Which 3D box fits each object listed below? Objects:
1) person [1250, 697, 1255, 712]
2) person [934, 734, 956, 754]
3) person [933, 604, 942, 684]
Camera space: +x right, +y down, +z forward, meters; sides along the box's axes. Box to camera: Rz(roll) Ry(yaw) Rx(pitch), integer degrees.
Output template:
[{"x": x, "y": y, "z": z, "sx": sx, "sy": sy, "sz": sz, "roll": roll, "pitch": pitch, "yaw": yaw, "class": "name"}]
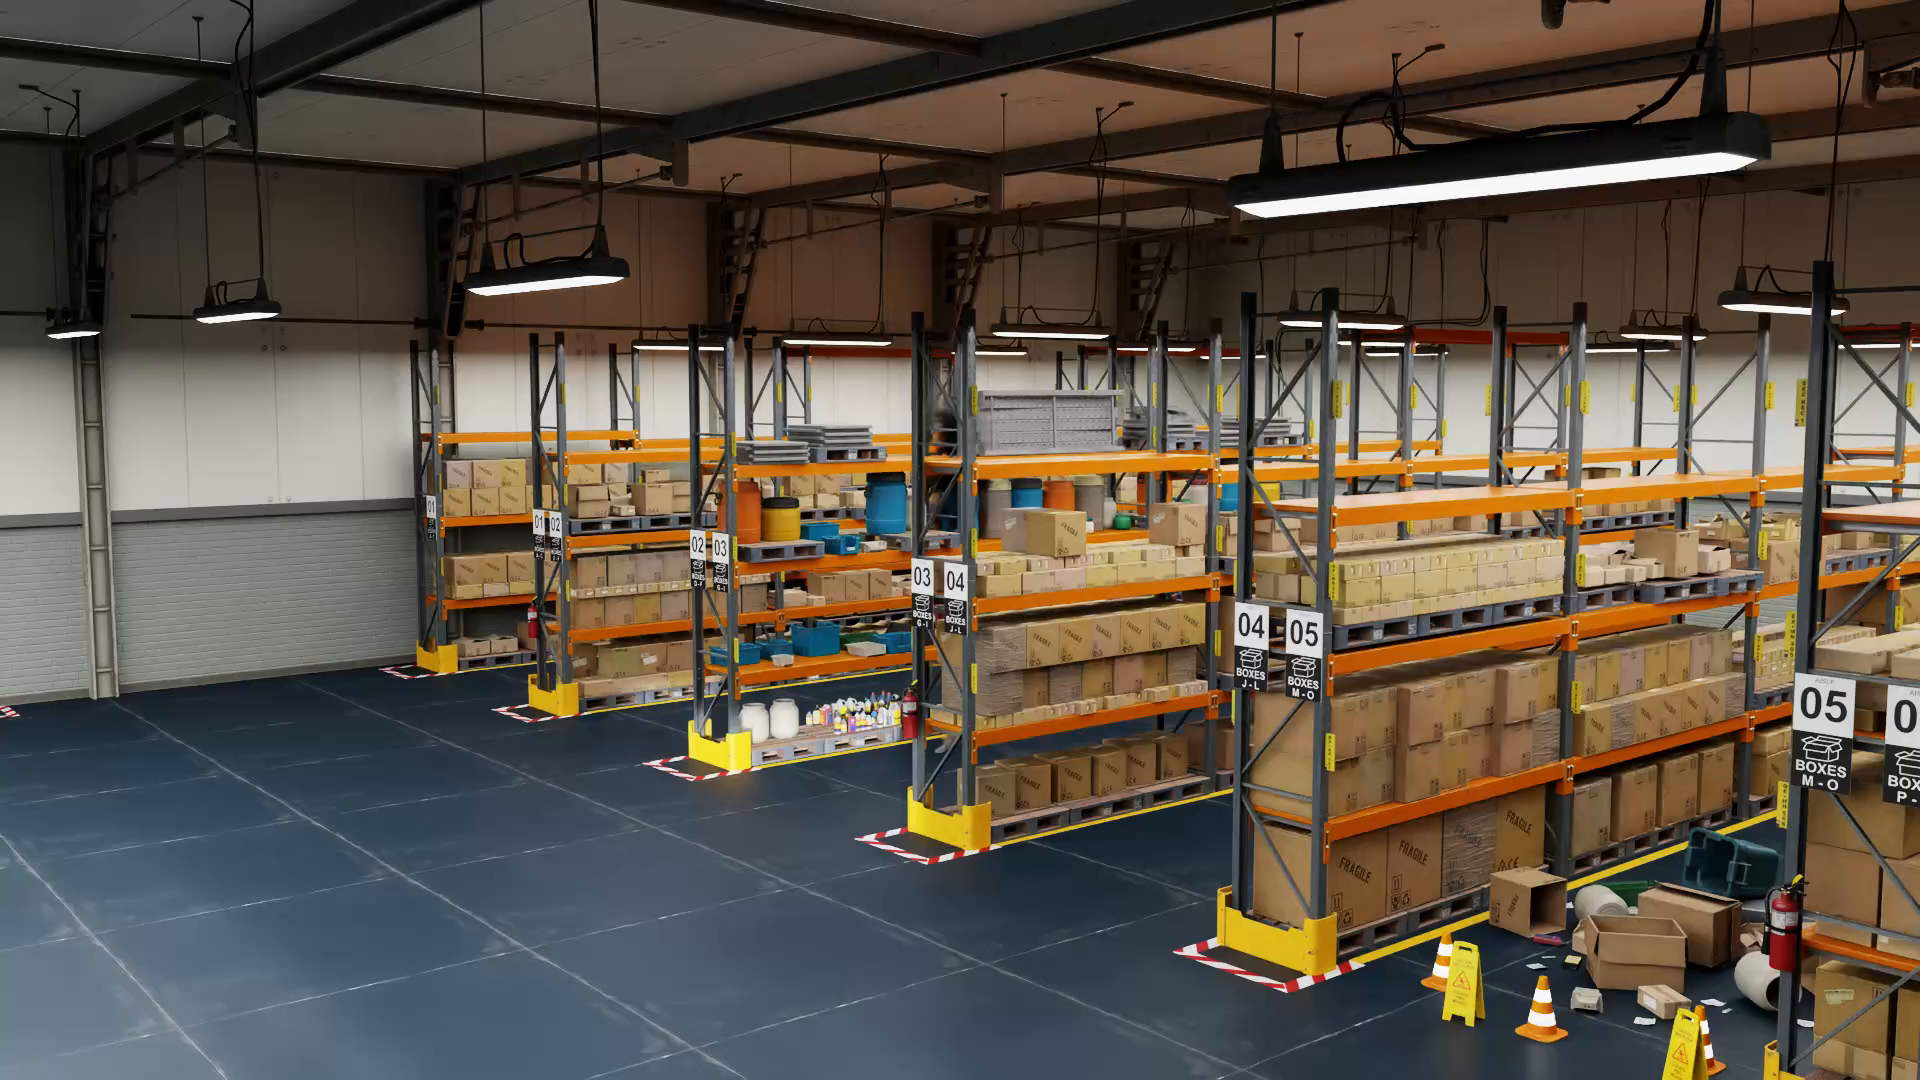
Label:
[{"x": 4.331, "y": 2.043, "z": 24.607, "sx": 0.675, "sy": 1.740, "sz": 0.636, "roll": 4, "pitch": 7, "yaw": 38, "class": "person"}, {"x": 0.195, "y": 2.151, "z": 23.373, "sx": 0.949, "sy": 1.683, "sz": 0.707, "roll": -5, "pitch": 7, "yaw": -44, "class": "person"}, {"x": -0.412, "y": 1.711, "z": 28.349, "sx": 0.724, "sy": 1.706, "sz": 0.603, "roll": -4, "pitch": 7, "yaw": -38, "class": "person"}]
